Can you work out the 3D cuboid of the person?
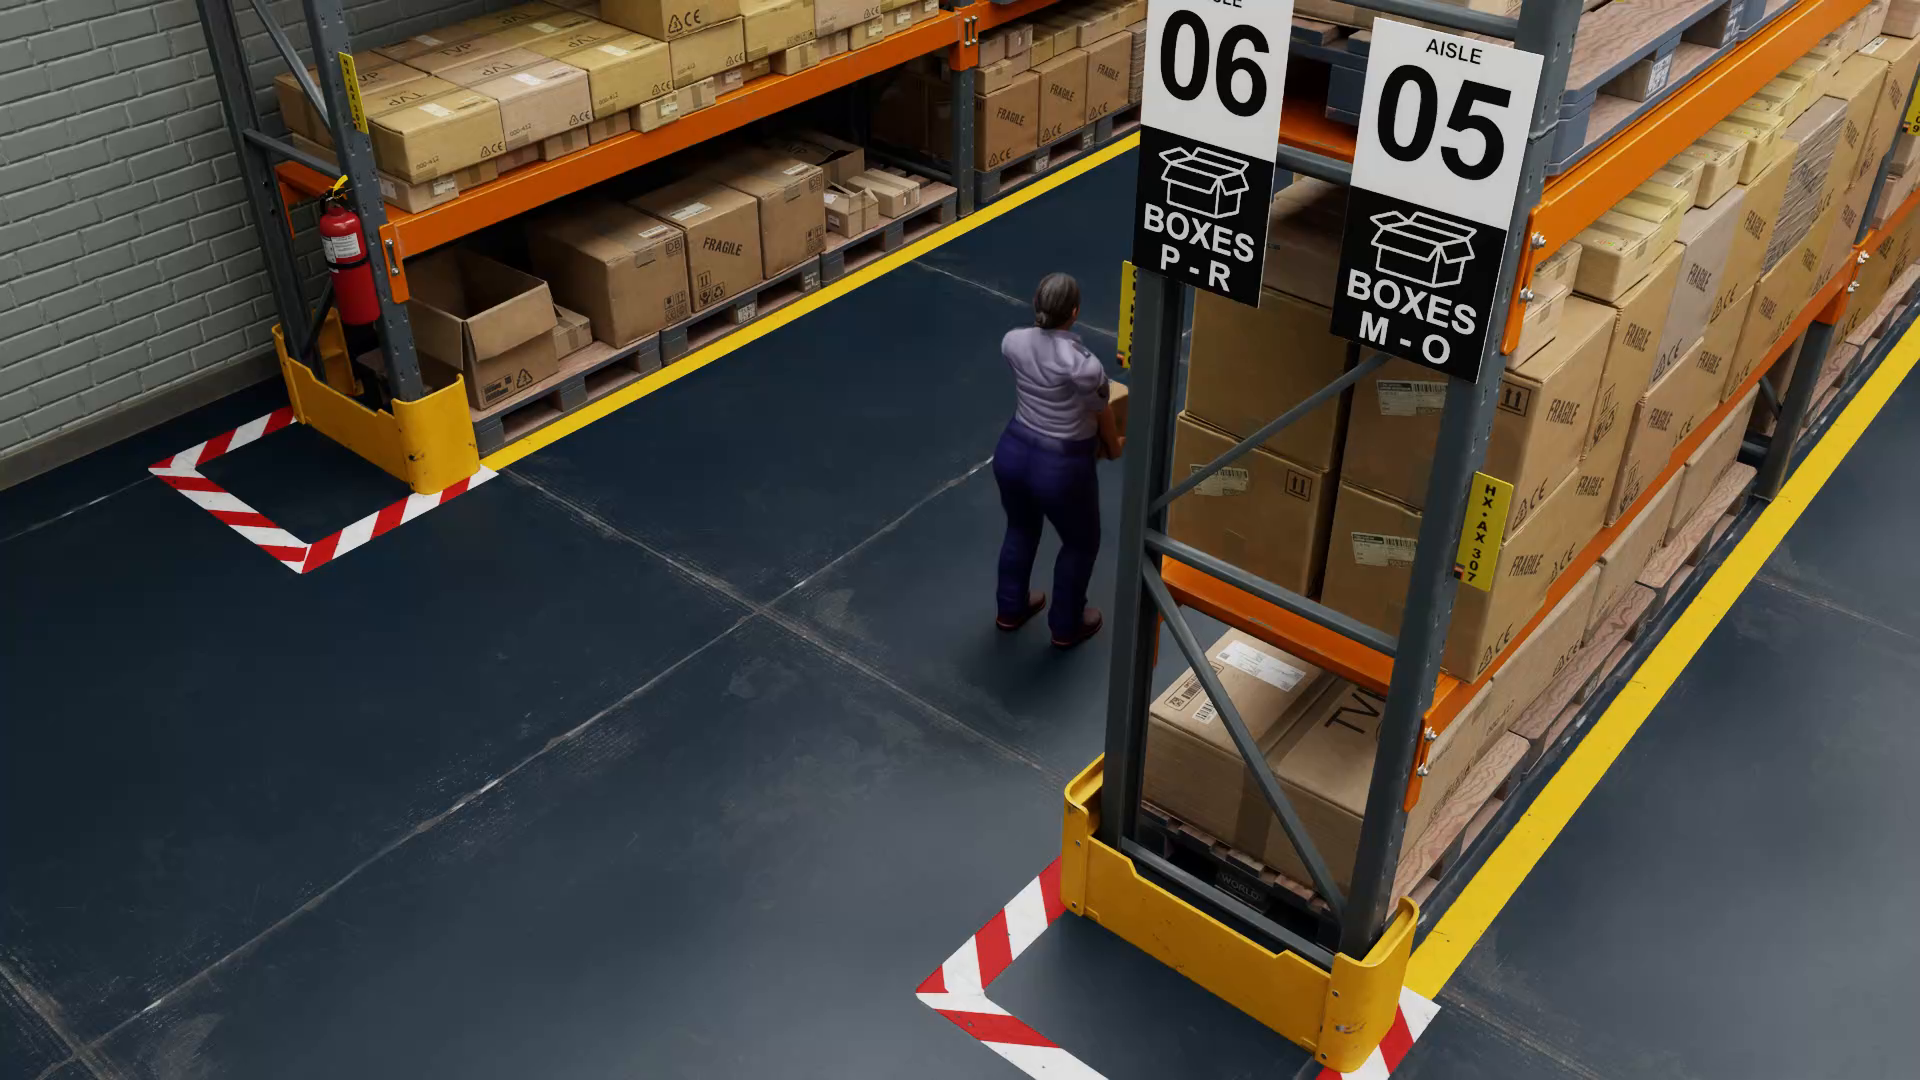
[{"bbox_3d":[0.393,-0.327,6.633,0.434,1.645,0.536,25,42,31],"label":"person"}]
